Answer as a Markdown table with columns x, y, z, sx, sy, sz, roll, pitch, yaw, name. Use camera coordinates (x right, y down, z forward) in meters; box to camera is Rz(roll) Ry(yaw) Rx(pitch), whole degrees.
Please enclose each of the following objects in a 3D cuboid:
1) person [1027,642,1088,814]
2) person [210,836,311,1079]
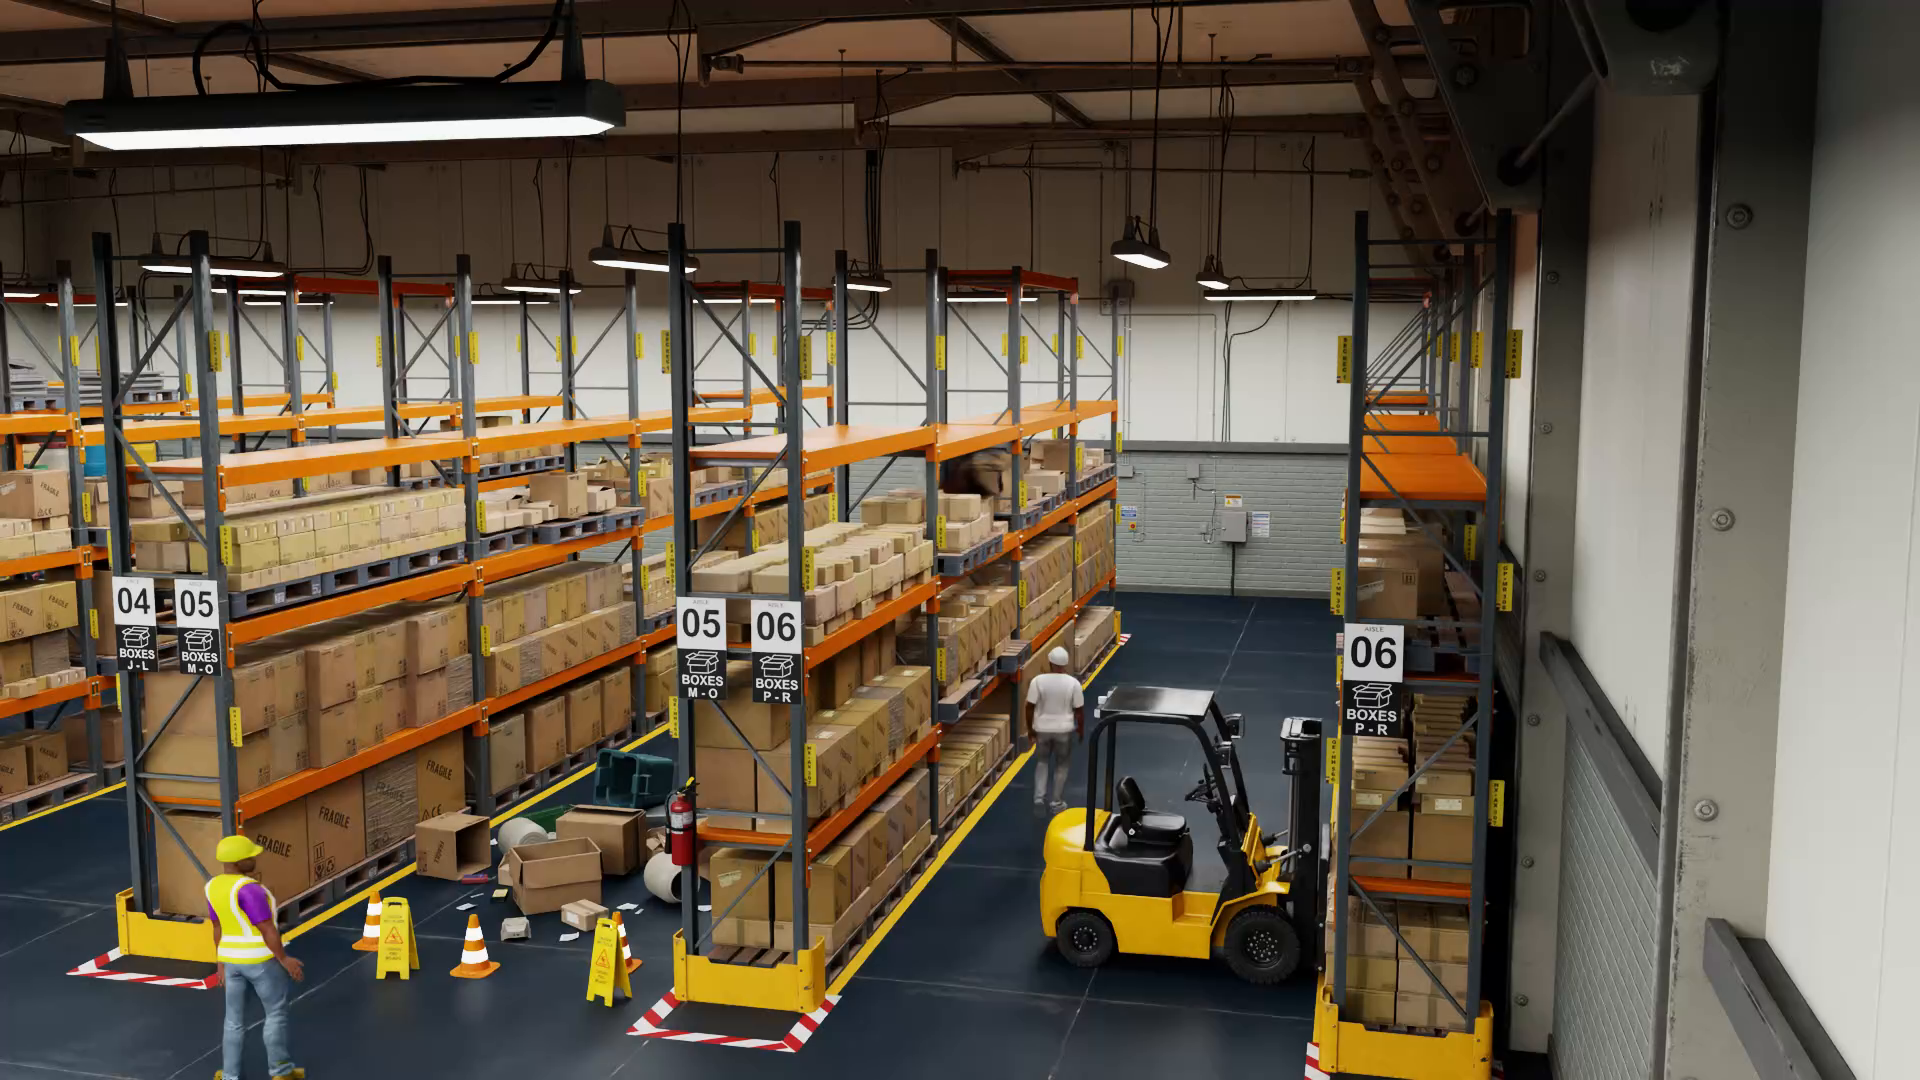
| x | y | z | sx | sy | sz | roll | pitch | yaw | name |
| --- | --- | --- | --- | --- | --- | --- | --- | --- | --- |
| 1.043 | 1.950 | 17.218 | 0.573 | 1.841 | 0.655 | 2 | 7 | 18 | person |
| -4.808 | 2.890 | 11.445 | 0.745 | 1.767 | 0.500 | 4 | 8 | 31 | person |
